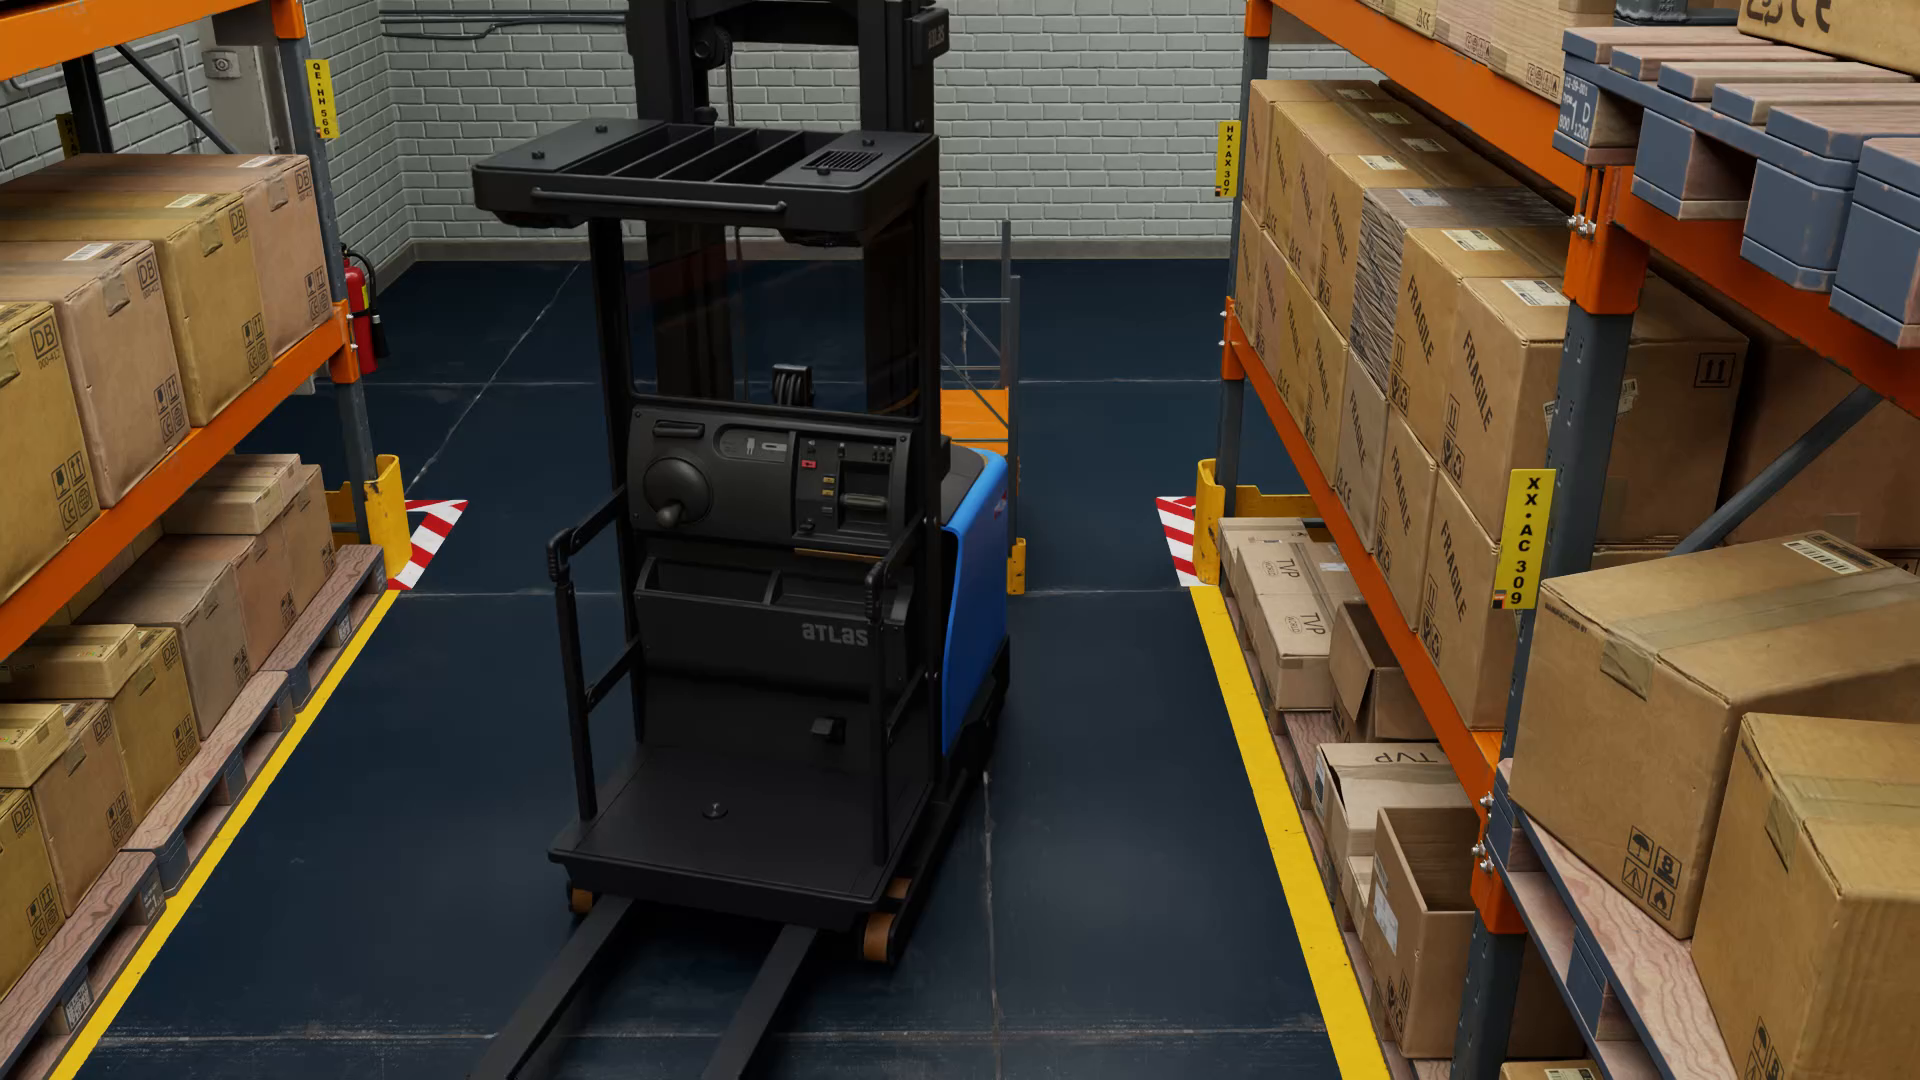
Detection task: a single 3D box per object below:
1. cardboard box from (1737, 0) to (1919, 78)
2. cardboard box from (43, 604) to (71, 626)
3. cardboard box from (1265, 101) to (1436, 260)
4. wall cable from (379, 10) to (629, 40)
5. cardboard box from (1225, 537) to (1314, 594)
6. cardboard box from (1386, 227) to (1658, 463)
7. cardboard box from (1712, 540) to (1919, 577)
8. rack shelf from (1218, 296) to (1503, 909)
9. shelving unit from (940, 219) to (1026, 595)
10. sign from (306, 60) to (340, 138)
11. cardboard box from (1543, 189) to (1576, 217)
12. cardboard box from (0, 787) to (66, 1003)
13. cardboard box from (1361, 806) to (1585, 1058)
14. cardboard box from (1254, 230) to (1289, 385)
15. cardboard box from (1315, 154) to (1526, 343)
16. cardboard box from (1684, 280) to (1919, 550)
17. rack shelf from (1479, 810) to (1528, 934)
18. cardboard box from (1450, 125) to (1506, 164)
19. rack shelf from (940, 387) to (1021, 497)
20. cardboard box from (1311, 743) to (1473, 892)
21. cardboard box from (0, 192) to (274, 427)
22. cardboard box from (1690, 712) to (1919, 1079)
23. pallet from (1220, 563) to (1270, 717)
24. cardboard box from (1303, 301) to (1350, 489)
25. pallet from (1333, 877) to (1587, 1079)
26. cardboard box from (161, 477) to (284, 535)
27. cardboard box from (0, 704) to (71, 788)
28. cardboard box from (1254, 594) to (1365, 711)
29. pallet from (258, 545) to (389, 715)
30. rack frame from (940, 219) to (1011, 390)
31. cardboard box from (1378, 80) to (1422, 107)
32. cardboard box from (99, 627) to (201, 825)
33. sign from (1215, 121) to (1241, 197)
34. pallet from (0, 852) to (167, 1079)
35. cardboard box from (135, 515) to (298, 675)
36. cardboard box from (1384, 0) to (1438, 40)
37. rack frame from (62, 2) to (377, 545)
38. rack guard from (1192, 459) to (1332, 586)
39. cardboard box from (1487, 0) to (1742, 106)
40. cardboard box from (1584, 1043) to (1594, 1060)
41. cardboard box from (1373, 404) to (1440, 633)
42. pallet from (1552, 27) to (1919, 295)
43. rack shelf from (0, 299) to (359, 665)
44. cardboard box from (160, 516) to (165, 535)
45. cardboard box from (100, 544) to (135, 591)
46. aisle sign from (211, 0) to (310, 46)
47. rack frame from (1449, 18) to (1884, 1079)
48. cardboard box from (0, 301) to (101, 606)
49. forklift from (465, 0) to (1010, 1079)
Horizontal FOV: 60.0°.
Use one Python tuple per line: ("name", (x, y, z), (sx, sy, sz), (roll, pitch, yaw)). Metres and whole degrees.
("cardboard box", (1.683, -1.052, 2.543), (0.600, 0.600, 0.600), (-3, 24, -6))
("cardboard box", (-3.322, 0.281, 5.725), (0.380, 0.149, 0.250), (-1, 24, -2))
("cardboard box", (1.462, -1.360, 6.283), (0.500, 0.500, 0.500), (0, 24, 0))
("wall cable", (-2.950, -4.886, 11.901), (3.097, 2.526, 0.112), (0, 24, -1))
("cardboard box", (1.371, 0.109, 7.274), (0.380, 0.166, 0.250), (0, 24, -1))
("cardboard box", (1.478, -0.530, 4.447), (0.500, 0.500, 0.500), (-1, 24, -2))
("cardboard box", (2.018, 0.133, 4.195), (0.500, 0.500, 0.500), (0, 24, 1))
("rack shelf", (1.729, -0.107, 5.719), (1.077, 0.370, 4.000), (0, 24, -1))
("shelving unit", (0.001, -0.652, 7.871), (0.587, 1.500, 1.083), (0, 24, -1))
("sign", (-2.703, -1.867, 7.046), (0.100, 0.325, 0.005), (0, 24, -1))
("cardboard box", (2.016, -0.731, 4.893), (0.500, 0.500, 0.500), (-1, 24, -2))
("cardboard box", (-3.108, 1.052, 4.807), (0.700, 0.500, 0.500), (0, 24, 0))
("cardboard box", (1.461, 1.095, 4.689), (0.500, 0.500, 0.500), (0, 24, -1))
("cardboard box", (1.459, -0.908, 6.496), (0.500, 0.500, 0.500), (0, 24, -1))
("cardboard box", (1.469, -0.945, 5.365), (0.500, 0.500, 0.500), (0, 24, -1))
("cardboard box", (2.027, -0.307, 3.954), (0.500, 0.500, 0.500), (0, 24, 1))
("rack shelf", (1.773, 1.541, 2.075), (1.077, 0.370, 4.000), (0, 24, -1))
("cardboard box", (2.004, -1.156, 5.831), (0.500, 0.500, 0.500), (0, 24, 1))
("rack shelf", (0.001, -0.484, 7.937), (0.538, 0.185, 1.000), (0, 24, -1))
("cardboard box", (1.453, 0.872, 5.412), (0.500, 0.311, 0.500), (0, 24, -1))
("cardboard box", (-3.211, -0.862, 6.151), (0.980, 0.700, 0.700), (0, 24, -1))
("cardboard box", (1.603, 0.632, 2.582), (0.700, 0.500, 0.500), (4, 25, 8))
("pallet", (1.718, 0.372, 7.172), (1.003, 0.211, 1.213), (0, 24, -1))
("cardboard box", (1.466, -0.495, 5.583), (0.500, 0.500, 0.500), (0, 24, 0))
("pallet", (1.744, 1.377, 4.949), (1.003, 0.211, 1.213), (0, 24, -1))
("cardboard box", (-2.951, -0.137, 6.650), (0.380, 0.149, 0.250), (0, 24, 1))
("cardboard box", (-2.929, 0.615, 4.987), (0.380, 0.149, 0.250), (1, 24, 1))
("cardboard box", (1.441, 0.431, 6.460), (0.500, 0.250, 0.500), (0, 24, -1))
("pallet", (-3.159, 0.365, 7.187), (1.003, 0.211, 1.213), (0, 24, -1))
("rack frame", (-0.005, -0.858, 8.326), (0.500, 1.500, 0.032), (0, 24, -1))
("cardboard box", (1.987, -1.578, 6.764), (0.500, 0.500, 0.500), (0, 24, -1))
("cardboard box", (-3.114, 0.634, 5.732), (0.700, 0.500, 0.500), (0, 24, 1))
("sign", (1.165, -1.651, 7.209), (0.100, 0.325, 0.005), (0, 24, -1))
("pallet", (-3.132, 1.370, 4.964), (1.003, 0.211, 1.213), (0, 24, -1))
("cardboard box", (-3.133, 0.207, 6.676), (0.700, 0.500, 0.500), (0, 24, -1))
("cardboard box", (1.471, -1.520, 4.513), (0.500, 0.250, 0.500), (0, 24, -1))
("rack frame", (-3.246, -1.235, 7.340), (1.000, 3.000, 0.127), (0, 24, -1))
("rack guard", (1.708, -0.088, 7.839), (1.175, 0.500, 0.348), (0, 24, -1))
("cardboard box", (1.480, -1.108, 3.602), (0.500, 0.250, 0.500), (0, 24, -1))
("cardboard box", (1.963, 1.240, 4.597), (0.500, 0.311, 0.500), (0, 24, -1))
("cardboard box", (1.482, -0.073, 4.651), (0.500, 0.500, 0.500), (0, 24, 1))
("pallet", (1.688, -0.622, 2.574), (1.213, 0.211, 1.003), (0, 24, -1))
("rack shelf", (-3.224, -0.083, 5.666), (1.077, 0.370, 4.000), (0, 24, -1))
("cardboard box", (-3.333, -0.137, 6.649), (0.380, 0.149, 0.250), (0, 24, 0))
("cardboard box", (-3.328, 0.071, 6.189), (0.380, 0.149, 0.250), (0, 24, 0))
("aisle sign", (-2.947, -2.450, 6.873), (0.394, 0.787, 0.004), (0, 24, -1))
("rack frame", (1.751, 0.390, 3.749), (1.000, 3.000, 0.127), (0, 24, -1))
("cardboard box", (-3.194, -0.248, 4.794), (0.980, 0.700, 0.700), (-1, 24, -2))
("forklift", (-0.660, -0.166, 5.060), (1.130, 2.935, 3.031), (6, 25, 13))
